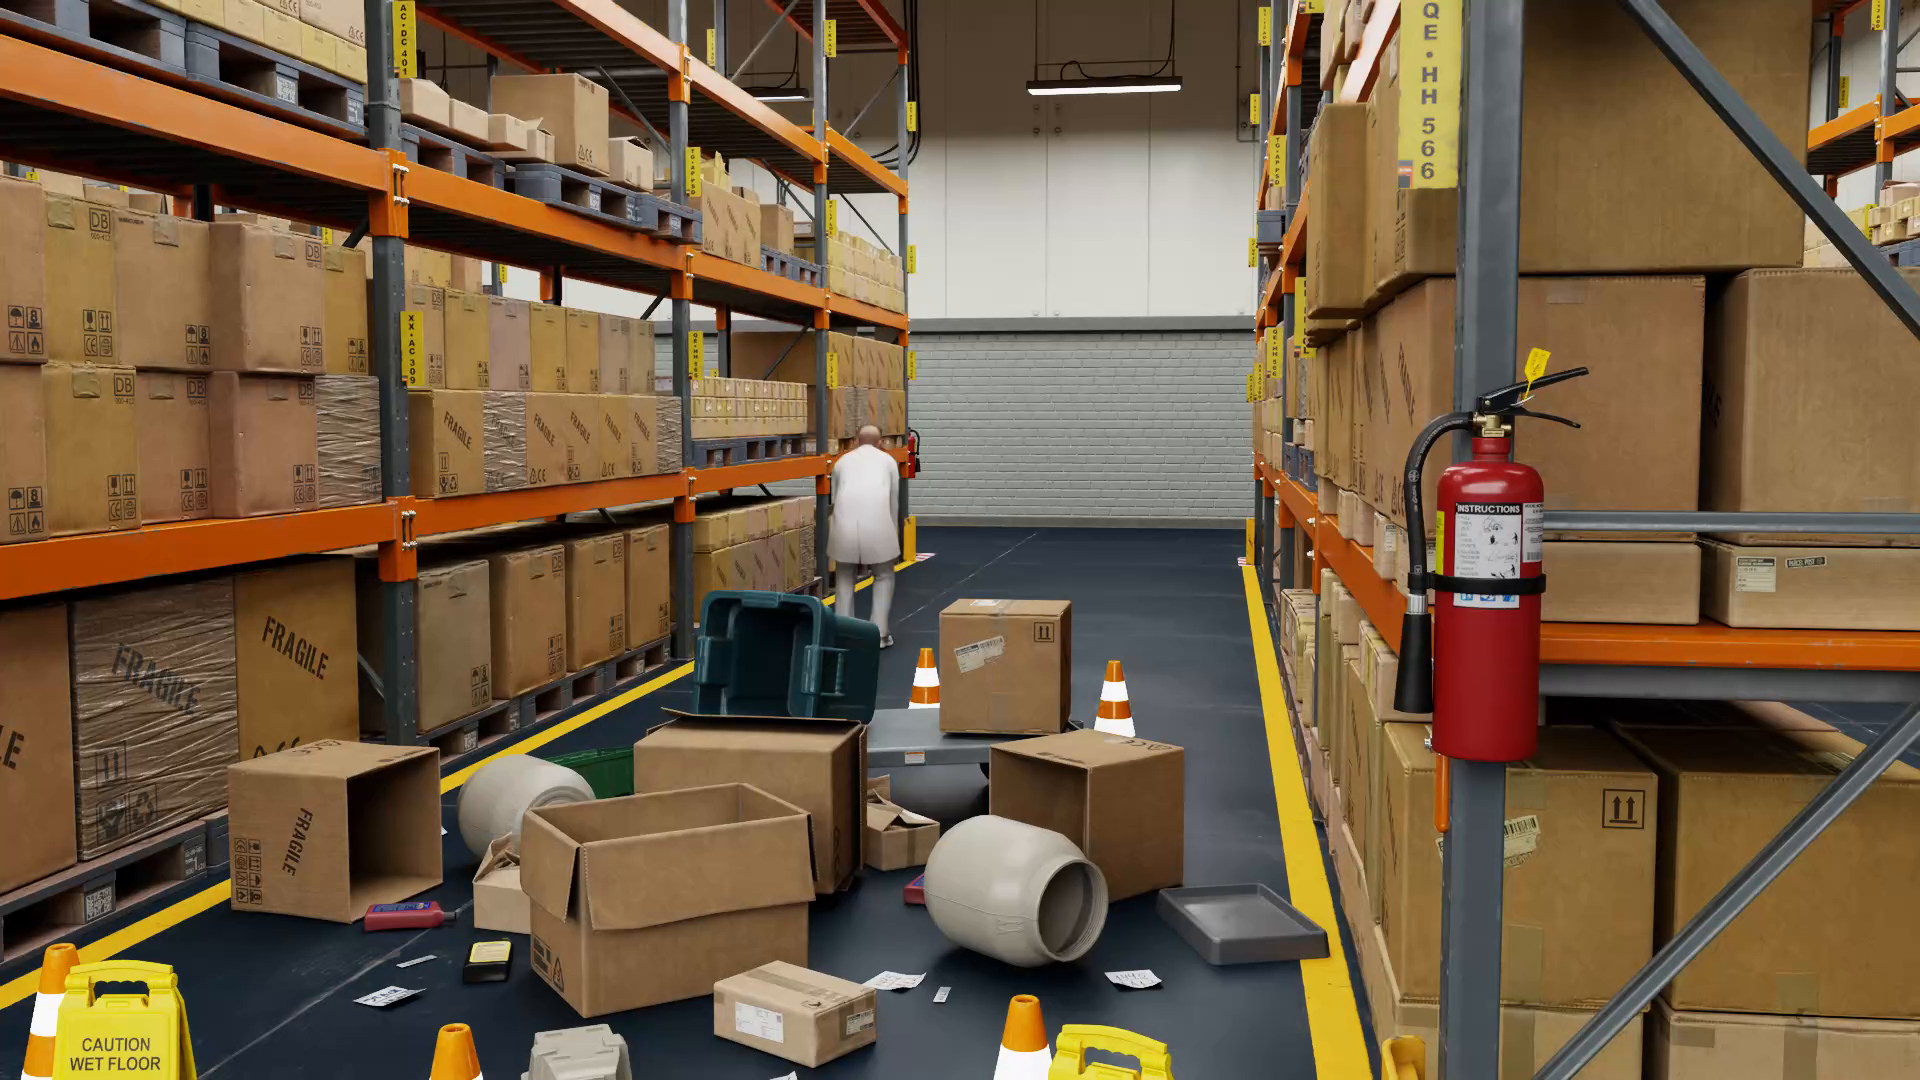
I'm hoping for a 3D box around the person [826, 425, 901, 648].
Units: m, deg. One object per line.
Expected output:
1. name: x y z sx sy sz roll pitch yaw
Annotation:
1. person: -0.683 -0.033 12.168 0.549 1.608 0.717 1 4 7
